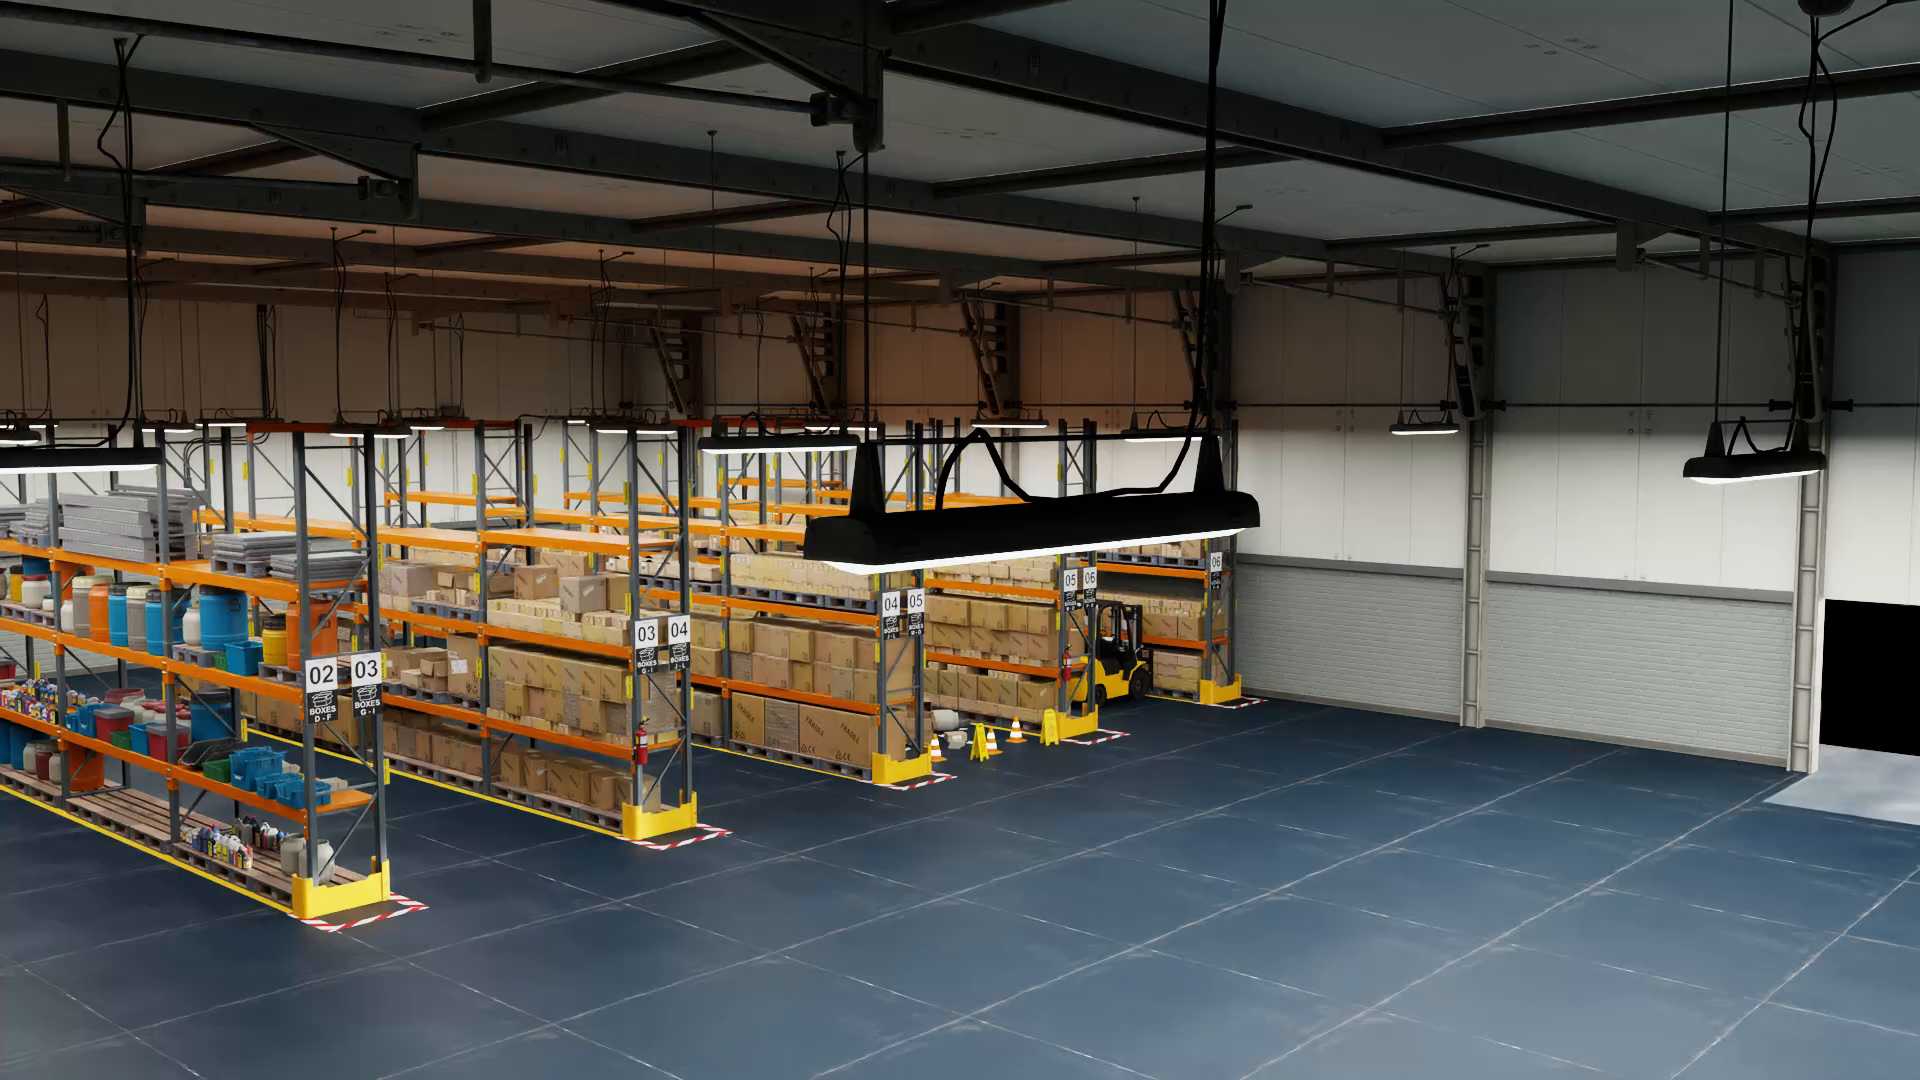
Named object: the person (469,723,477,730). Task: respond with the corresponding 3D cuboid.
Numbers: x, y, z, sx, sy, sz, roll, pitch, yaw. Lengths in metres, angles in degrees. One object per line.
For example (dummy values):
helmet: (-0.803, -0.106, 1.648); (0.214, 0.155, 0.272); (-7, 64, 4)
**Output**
person: (-8.983, 2.968, 31.159); (0.556, 1.647, 0.421); (2, 5, 27)
